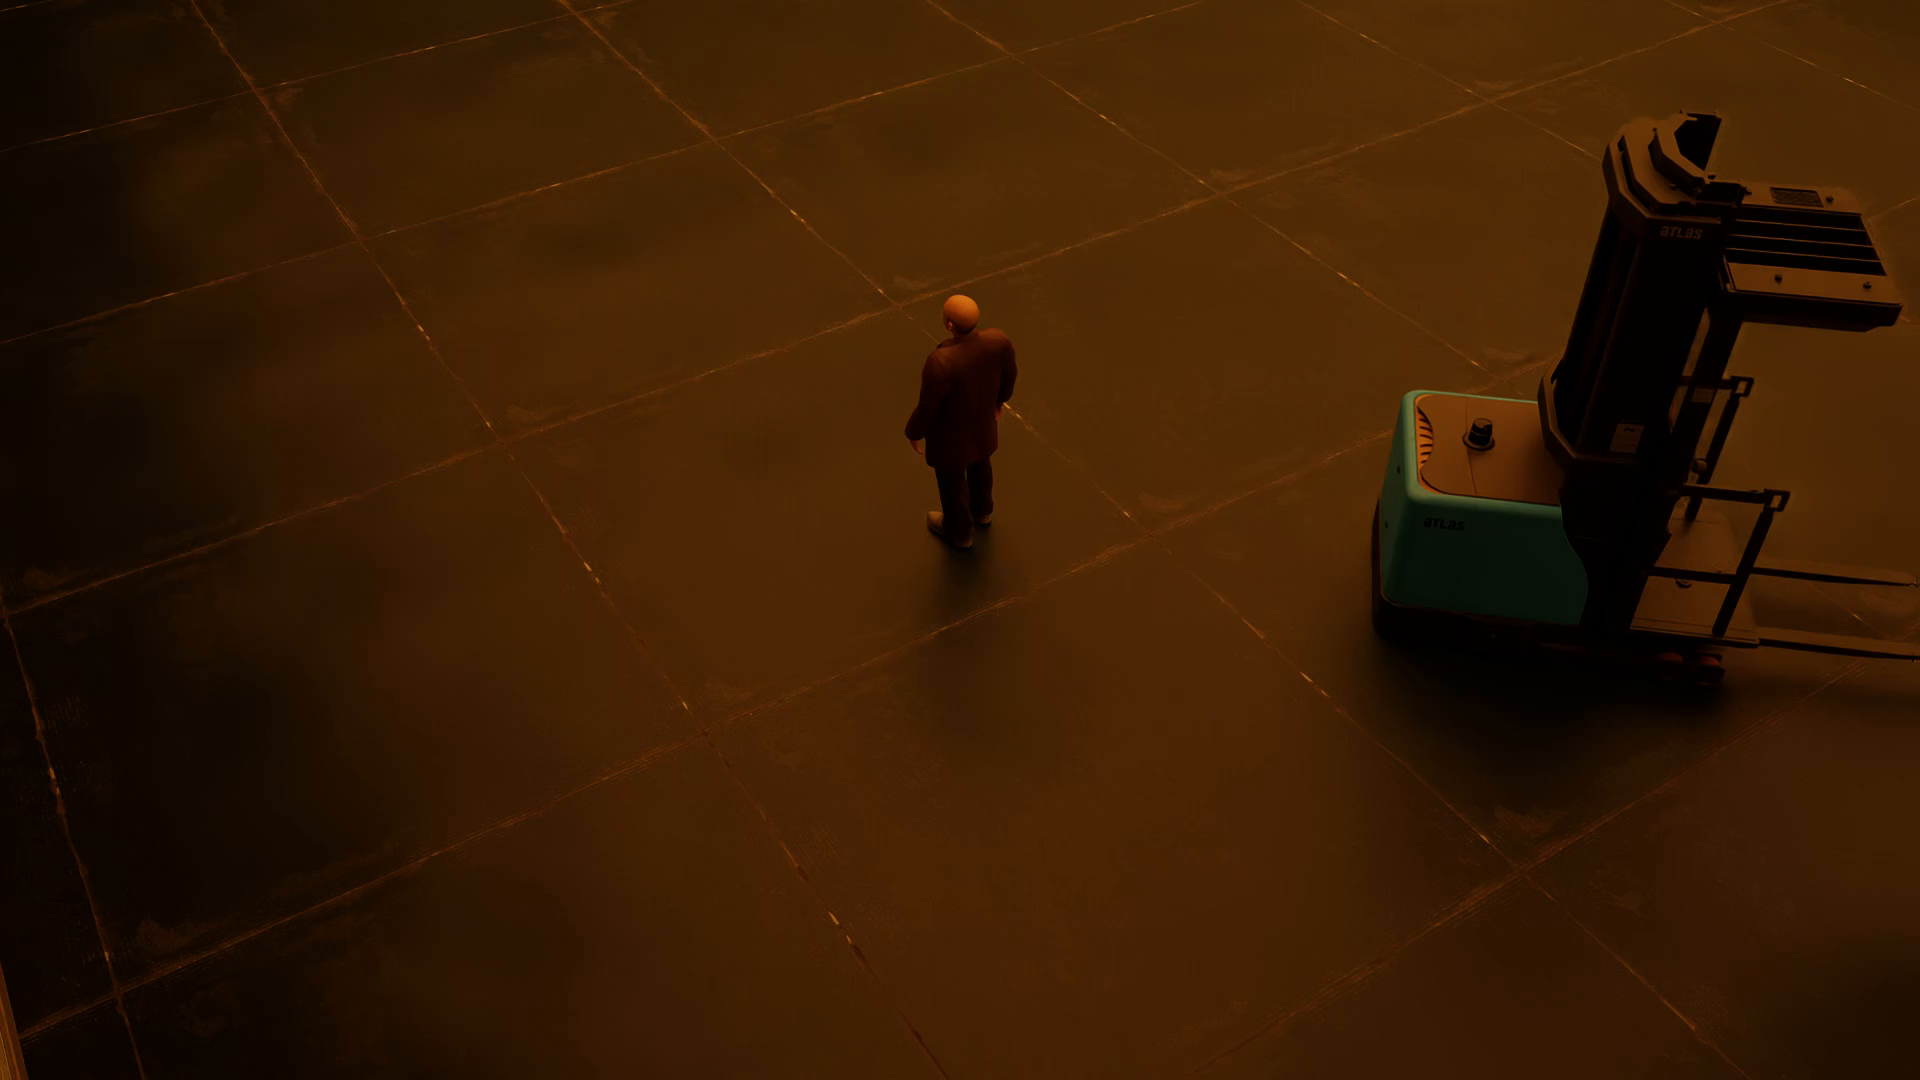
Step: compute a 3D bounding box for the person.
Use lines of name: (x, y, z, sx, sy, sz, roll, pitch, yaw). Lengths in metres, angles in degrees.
person: (-0.046, -0.727, 9.569, 0.696, 1.778, 0.579, -23, 46, -24)

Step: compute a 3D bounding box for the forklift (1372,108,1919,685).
forklift: (3.916, -0.681, 8.650, 3.031, 2.935, 1.130, 7, 42, 7)
